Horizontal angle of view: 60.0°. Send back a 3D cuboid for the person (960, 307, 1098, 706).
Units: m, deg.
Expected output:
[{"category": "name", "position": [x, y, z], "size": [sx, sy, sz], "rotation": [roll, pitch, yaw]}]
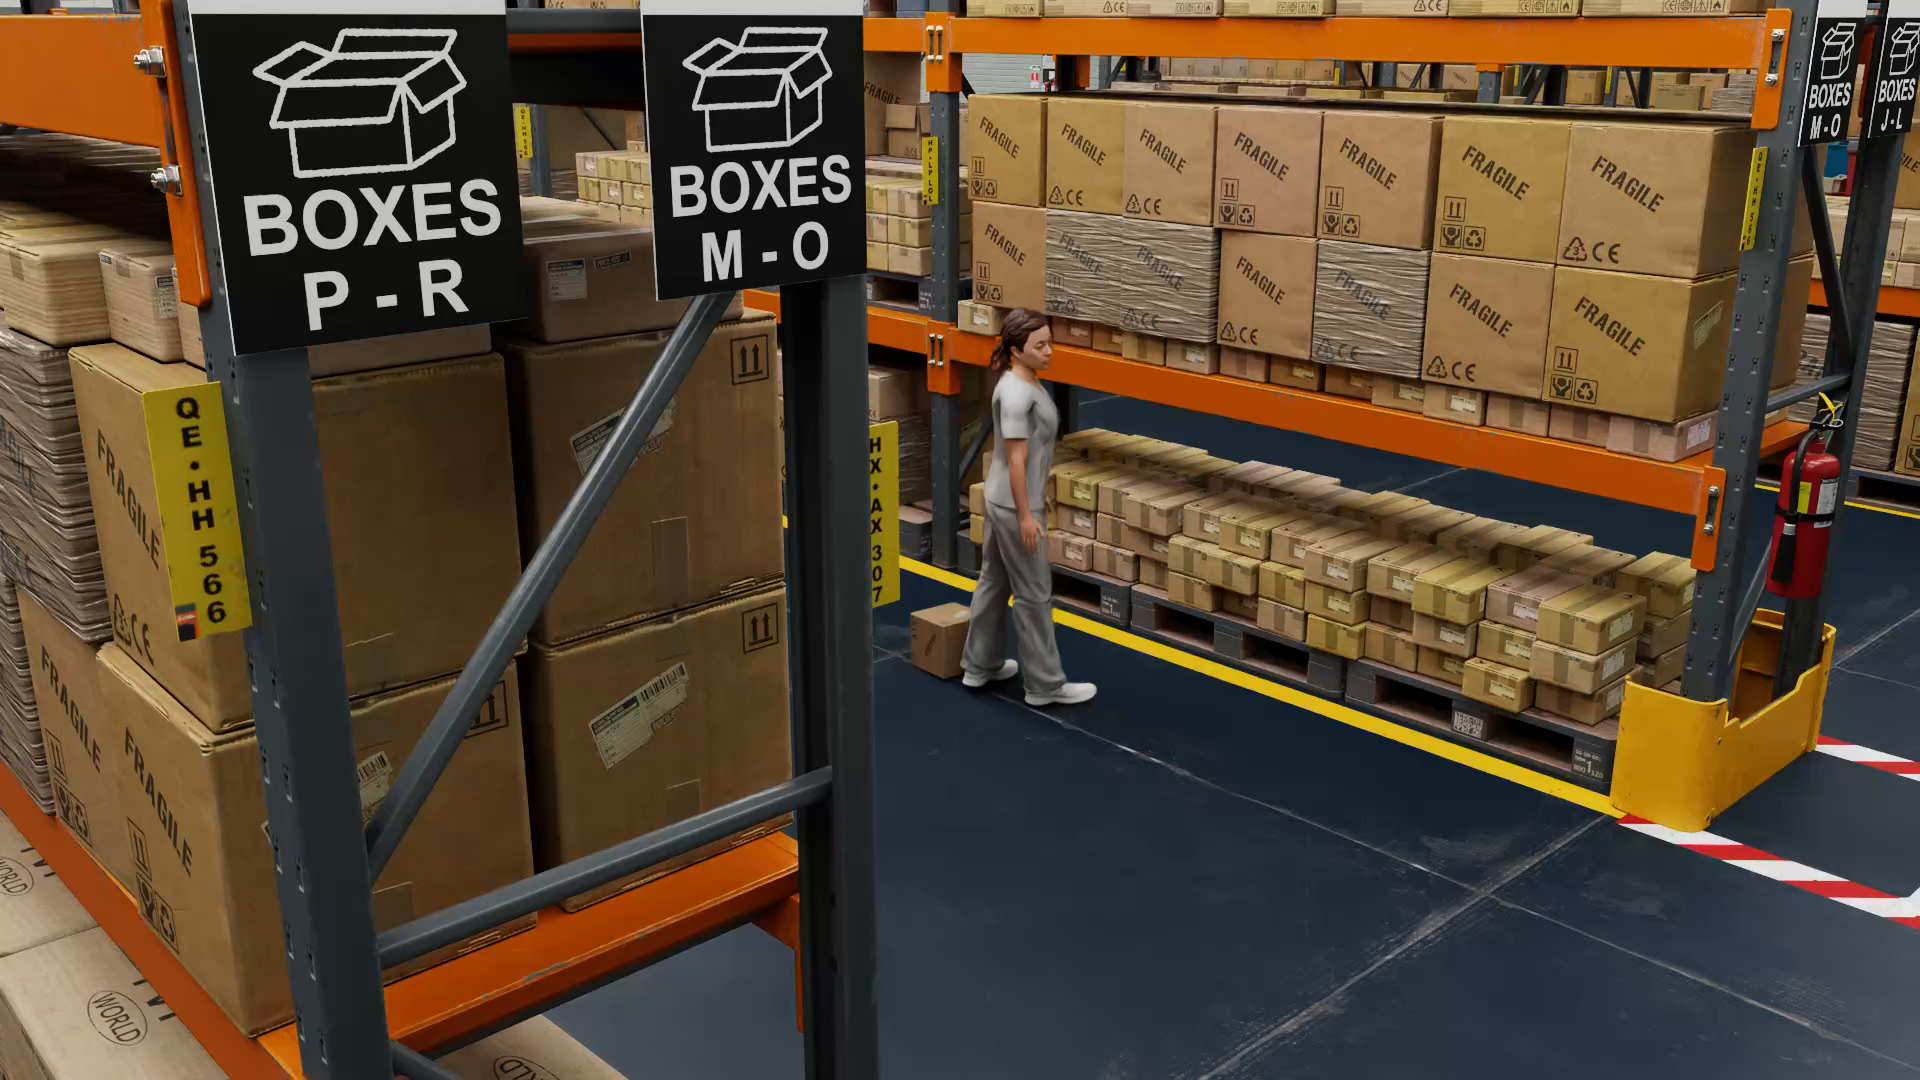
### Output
[{"category": "person", "position": [0.292, -0.136, 6.905], "size": [0.583, 1.666, 0.536], "rotation": [0, 17, 0]}]
